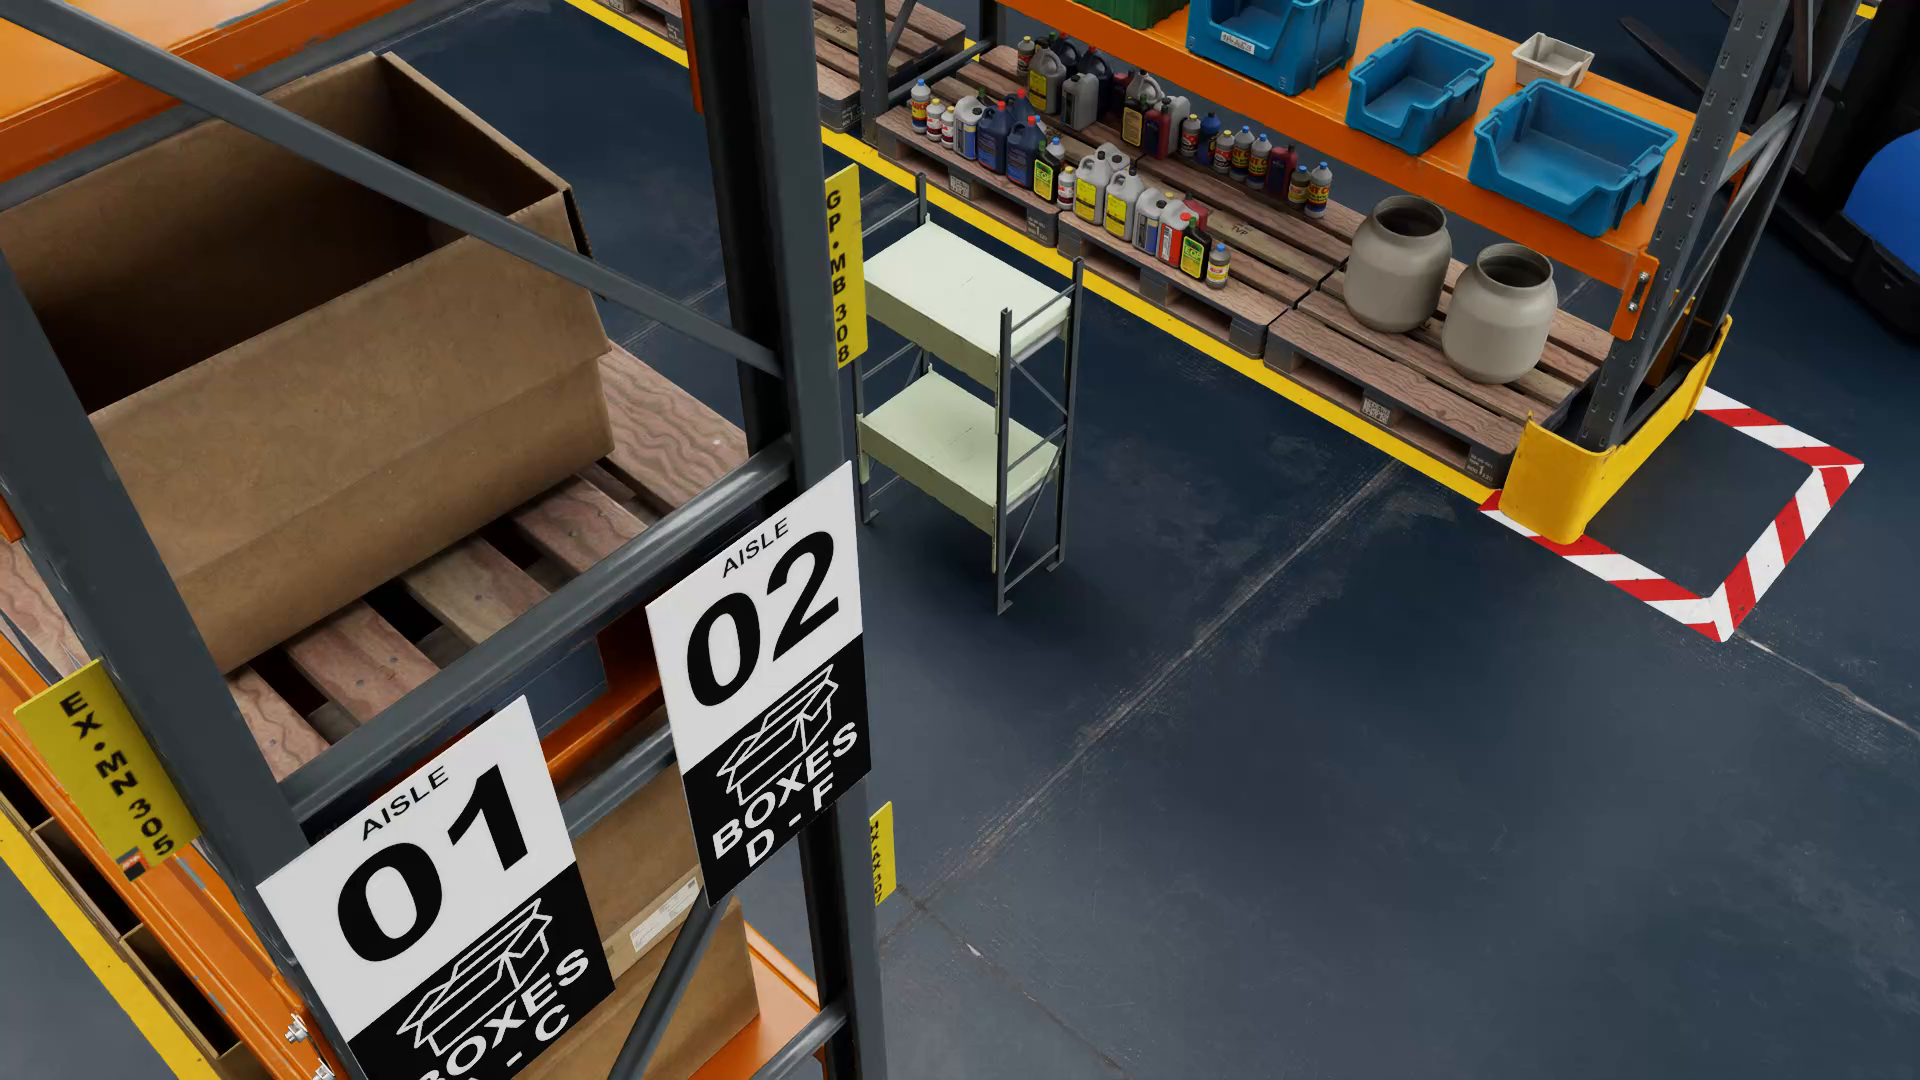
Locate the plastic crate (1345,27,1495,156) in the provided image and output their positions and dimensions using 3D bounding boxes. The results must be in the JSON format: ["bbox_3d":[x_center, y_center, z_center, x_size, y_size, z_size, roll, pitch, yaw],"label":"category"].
[{"bbox_3d":[1.765,-1.734,6.422,0.408,0.251,0.499,34,55,28],"label":"plastic crate"}]

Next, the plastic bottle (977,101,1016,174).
[{"bbox_3d":[0.181,-1.973,8.061,0.185,0.351,0.144,35,56,29],"label":"plastic bottle"}]

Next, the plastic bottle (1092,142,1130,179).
[{"bbox_3d":[0.714,-1.736,7.889,0.135,0.276,0.152,34,55,28],"label":"plastic bottle"}]

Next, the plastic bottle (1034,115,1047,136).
[{"bbox_3d":[0.370,-1.939,8.083,0.097,0.271,0.097,0,47,0],"label":"plastic bottle"}]

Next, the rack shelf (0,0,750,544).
[{"bbox_3d":[-2.023,-1.381,2.641,4.000,0.370,1.077,34,55,28],"label":"rack shelf"}]

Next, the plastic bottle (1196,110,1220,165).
[{"bbox_3d":[1.214,-1.972,8.114,0.097,0.271,0.097,0,47,0],"label":"plastic bottle"}]

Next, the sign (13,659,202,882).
[{"bbox_3d":[-0.932,0.260,1.838,0.005,0.325,0.100,34,55,28],"label":"sign"}]

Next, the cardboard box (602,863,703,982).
[{"bbox_3d":[-0.696,0.713,3.509,0.250,0.149,0.380,34,55,27],"label":"cardboard box"}]

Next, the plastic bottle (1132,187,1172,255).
[{"bbox_3d":[0.893,-1.473,7.642,0.135,0.276,0.152,32,55,27],"label":"plastic bottle"}]

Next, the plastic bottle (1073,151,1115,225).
[{"bbox_3d":[0.632,-1.670,7.776,0.185,0.351,0.144,34,55,27],"label":"plastic bottle"}]

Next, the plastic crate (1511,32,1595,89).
[{"bbox_3d":[2.370,-1.898,6.655,0.250,0.136,0.298,34,55,28],"label":"plastic crate"}]

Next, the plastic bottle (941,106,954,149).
[{"bbox_3d":[-0.044,-2.051,8.236,0.097,0.201,0.097,0,47,0],"label":"plastic bottle"}]

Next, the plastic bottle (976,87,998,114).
[{"bbox_3d":[0.134,-2.091,8.218,0.133,0.283,0.061,34,55,28],"label":"plastic bottle"}]

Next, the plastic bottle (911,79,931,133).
[{"bbox_3d":[-0.194,-2.175,8.304,0.097,0.271,0.097,0,47,0],"label":"plastic bottle"}]

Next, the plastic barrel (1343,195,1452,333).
[{"bbox_3d":[1.905,-1.198,7.235,0.421,0.512,0.421,0,47,0],"label":"plastic barrel"}]

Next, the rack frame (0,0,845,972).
[{"bbox_3d":[-0.553,-0.775,1.305,0.127,3.000,1.000,34,55,28],"label":"rack frame"}]

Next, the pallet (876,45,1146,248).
[{"bbox_3d":[0.335,-2.042,8.522,1.213,0.211,1.003,34,55,28],"label":"pallet"}]

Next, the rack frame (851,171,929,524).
[{"bbox_3d":[-0.264,-0.691,6.370,0.023,1.500,0.400,34,55,28],"label":"rack frame"}]

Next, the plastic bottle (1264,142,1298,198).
[{"bbox_3d":[1.534,-1.779,7.924,0.133,0.283,0.061,35,56,28],"label":"plastic bottle"}]

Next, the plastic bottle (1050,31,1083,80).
[{"bbox_3d":[0.538,-2.431,8.490,0.185,0.351,0.144,33,55,27],"label":"plastic bottle"}]

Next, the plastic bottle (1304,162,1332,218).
[{"bbox_3d":[1.688,-1.653,7.814,0.097,0.271,0.097,0,47,0],"label":"plastic bottle"}]

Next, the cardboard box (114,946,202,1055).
[{"bbox_3d":[-2.258,1.234,5.132,0.500,0.250,0.500,34,55,28],"label":"cardboard box"}]

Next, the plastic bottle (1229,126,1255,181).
[{"bbox_3d":[1.363,-1.872,8.020,0.097,0.271,0.097,0,47,0],"label":"plastic bottle"}]

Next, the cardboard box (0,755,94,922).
[{"bbox_3d":[-2.629,0.733,5.088,0.500,0.500,0.500,34,55,28],"label":"cardboard box"}]

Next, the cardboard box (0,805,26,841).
[{"bbox_3d":[-2.994,0.740,5.596,0.500,0.250,0.500,34,55,28],"label":"cardboard box"}]

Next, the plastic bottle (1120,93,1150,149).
[{"bbox_3d":[0.866,-2.085,8.212,0.133,0.283,0.061,34,55,28],"label":"plastic bottle"}]

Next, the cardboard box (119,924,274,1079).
[{"bbox_3d":[-1.894,1.227,4.624,0.500,0.500,0.500,34,55,28],"label":"cardboard box"}]

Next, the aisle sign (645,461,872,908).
[{"bbox_3d":[-0.297,0.257,2.668,0.004,0.787,0.394,34,55,28],"label":"aisle sign"}]

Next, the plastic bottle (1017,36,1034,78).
[{"bbox_3d":[0.348,-2.531,8.687,0.097,0.201,0.097,0,47,0],"label":"plastic bottle"}]

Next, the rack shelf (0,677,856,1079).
[{"bbox_3d":[-2.023,0.536,4.683,4.000,0.370,1.077,34,55,28],"label":"rack shelf"}]

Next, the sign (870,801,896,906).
[{"bbox_3d":[-0.172,0.661,3.424,0.005,0.325,0.100,34,55,28],"label":"sign"}]

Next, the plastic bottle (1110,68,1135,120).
[{"bbox_3d":[0.827,-2.255,8.371,0.061,0.283,0.133,-35,56,-28],"label":"plastic bottle"}]

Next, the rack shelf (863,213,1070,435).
[{"bbox_3d":[0.005,-0.777,5.916,0.720,0.370,0.431,34,55,28],"label":"rack shelf"}]

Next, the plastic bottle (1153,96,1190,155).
[{"bbox_3d":[1.033,-2.068,8.201,0.135,0.276,0.152,35,56,28],"label":"plastic bottle"}]

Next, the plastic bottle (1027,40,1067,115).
[{"bbox_3d":[0.441,-2.354,8.417,0.185,0.351,0.144,34,55,28],"label":"plastic bottle"}]

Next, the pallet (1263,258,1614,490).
[{"bbox_3d":[2.128,-0.836,7.390,1.213,0.211,1.003,34,55,28],"label":"pallet"}]

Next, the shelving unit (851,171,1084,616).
[{"bbox_3d":[0.005,-0.510,6.200,0.755,1.500,0.431,34,55,28],"label":"shelving unit"}]

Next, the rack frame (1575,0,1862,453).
[{"bbox_3d":[2.809,-1.373,5.982,0.127,3.000,1.000,34,55,28],"label":"rack frame"}]

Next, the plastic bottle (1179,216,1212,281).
[{"bbox_3d":[1.064,-1.315,7.489,0.133,0.283,0.061,35,56,28],"label":"plastic bottle"}]

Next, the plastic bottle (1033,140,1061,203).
[{"bbox_3d":[0.413,-1.753,7.900,0.061,0.283,0.133,-36,56,-29],"label":"plastic bottle"}]

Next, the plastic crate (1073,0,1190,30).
[{"bbox_3d":[0.676,-2.456,7.144,0.662,0.188,0.450,34,55,28],"label":"plastic crate"}]

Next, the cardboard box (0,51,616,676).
[{"bbox_3d":[-0.973,-0.262,2.426,0.797,0.503,0.637,-34,56,-28],"label":"cardboard box"}]

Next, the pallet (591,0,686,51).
[{"bbox_3d":[-1.635,-3.367,9.767,1.213,0.211,1.003,34,55,28],"label":"pallet"}]

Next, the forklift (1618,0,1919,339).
[{"bbox_3d":[4.442,-2.759,7.330,1.130,2.935,3.031,-15,49,-13],"label":"forklift"}]
